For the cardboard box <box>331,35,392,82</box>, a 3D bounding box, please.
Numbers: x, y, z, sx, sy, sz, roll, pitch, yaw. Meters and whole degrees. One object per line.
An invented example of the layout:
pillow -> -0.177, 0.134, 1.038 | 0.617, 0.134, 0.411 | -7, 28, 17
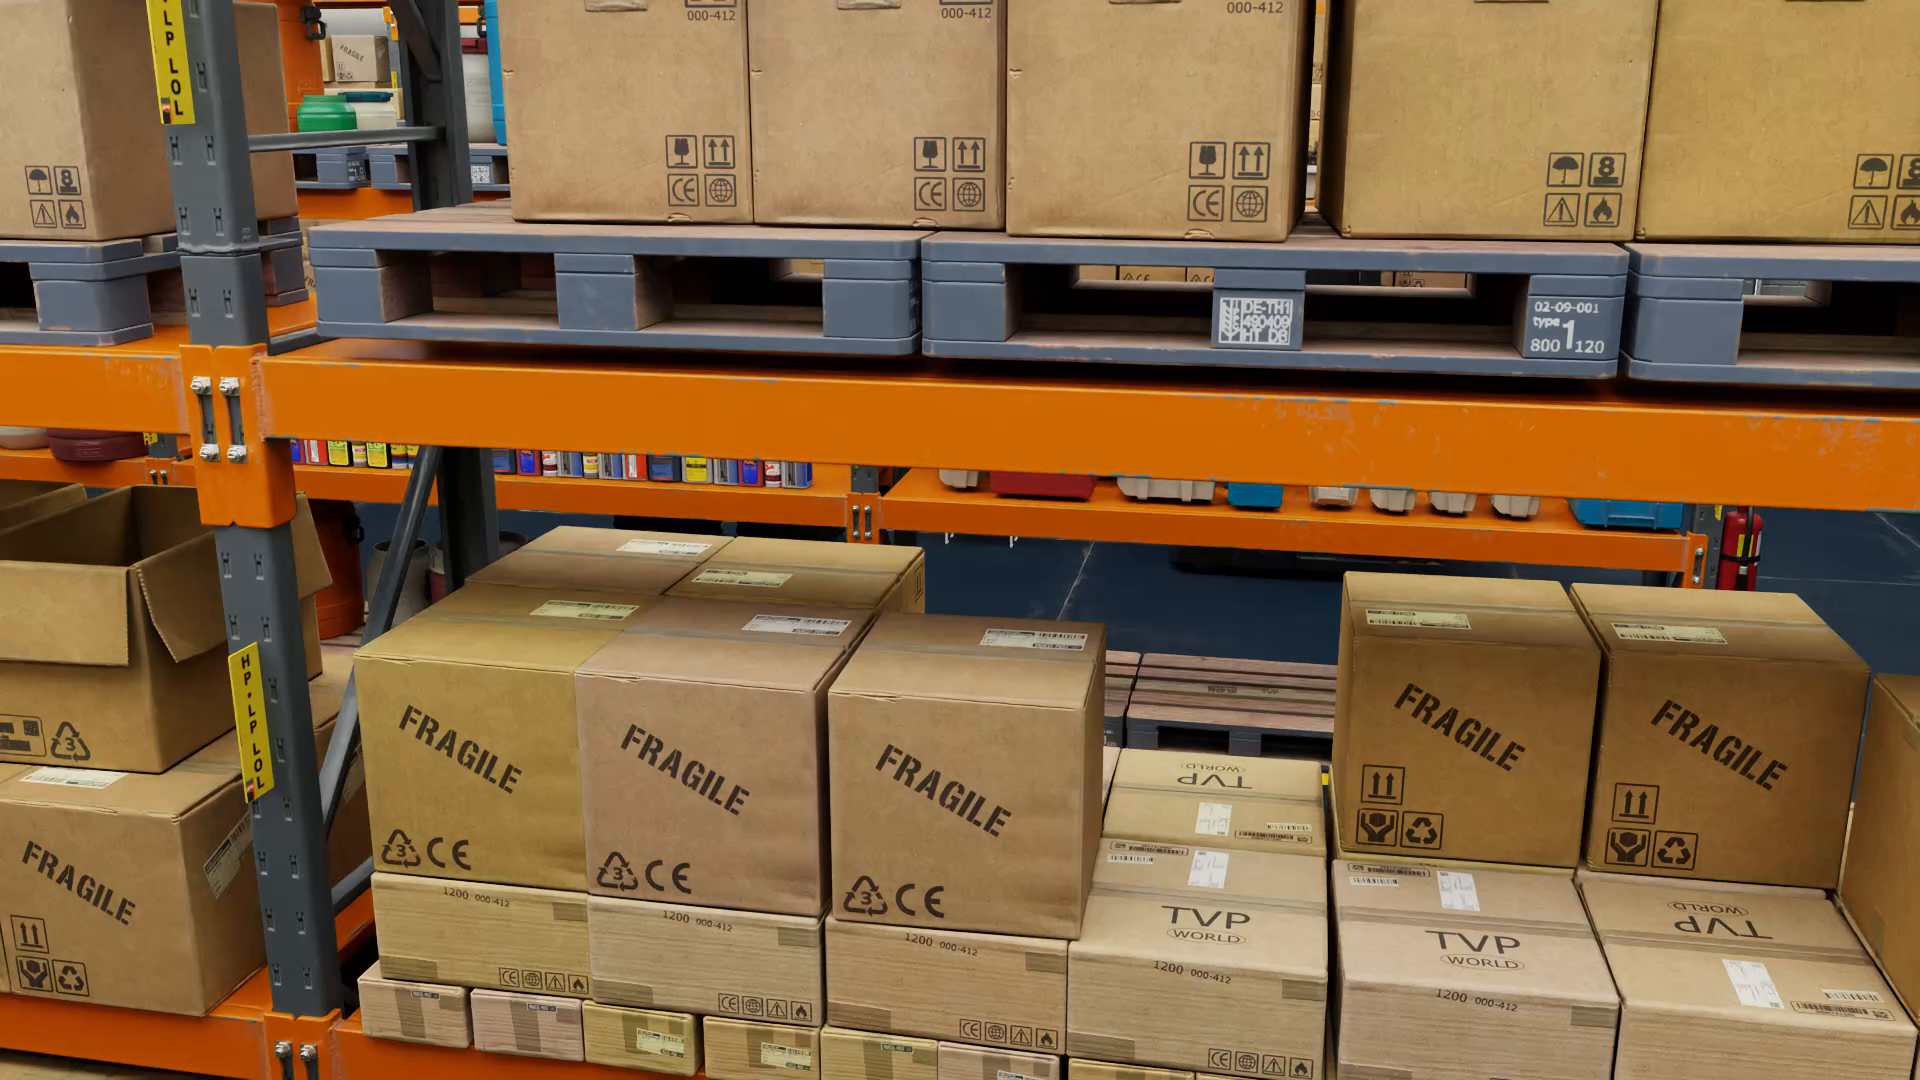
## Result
cardboard box -> -6.803, -5.495, 18.993 | 0.500, 0.500, 0.500 | 2, 16, 6

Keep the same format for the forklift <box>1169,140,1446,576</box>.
forklift -> 3.044, -1.249, 11.510 | 3.031, 2.935, 1.130 | 3, 16, 10

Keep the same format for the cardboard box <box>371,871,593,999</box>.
cardboard box -> -0.971, 0.781, 3.776 | 0.500, 0.250, 0.500 | 3, 16, 10

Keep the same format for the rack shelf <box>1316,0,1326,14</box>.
rack shelf -> 3.542, -5.374, 17.131 | 4.000, 0.370, 1.077 | 3, 16, 11

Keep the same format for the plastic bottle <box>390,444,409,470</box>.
plastic bottle -> -3.034, -0.523, 9.000 | 0.097, 0.271, 0.097 | 0, 15, 0

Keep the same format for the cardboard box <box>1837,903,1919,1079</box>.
cardboard box -> 2.013, 0.944, 3.187 | 0.500, 0.250, 0.500 | 3, 16, 10

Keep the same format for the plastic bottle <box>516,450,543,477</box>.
plastic bottle -> -2.290, -0.483, 8.835 | 0.133, 0.283, 0.061 | 3, 16, 11

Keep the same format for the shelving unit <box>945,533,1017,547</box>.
shelving unit -> 0.162, -0.569, 12.300 | 0.503, 1.200, 0.258 | 3, 16, 11

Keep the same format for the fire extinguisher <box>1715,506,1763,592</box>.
fire extinguisher -> 3.585, 0.020, 7.644 | 0.183, 0.674, 0.296 | 3, 16, 11

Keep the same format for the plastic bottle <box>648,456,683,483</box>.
plastic bottle -> -1.540, -0.486, 8.720 | 0.185, 0.351, 0.144 | 3, 16, 11

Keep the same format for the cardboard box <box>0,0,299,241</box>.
cardboard box -> -1.950, -0.965, 3.765 | 0.500, 0.500, 0.700 | 3, 16, 12

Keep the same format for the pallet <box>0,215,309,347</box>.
pallet -> -2.288, -0.630, 3.887 | 1.217, 0.209, 0.805 | 2, 16, 9

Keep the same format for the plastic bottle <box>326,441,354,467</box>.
plastic bottle -> -3.377, -0.542, 9.048 | 0.133, 0.283, 0.061 | 3, 16, 11

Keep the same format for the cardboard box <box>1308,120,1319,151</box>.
cardboard box -> 2.495, -3.035, 12.490 | 0.500, 0.250, 0.500 | 3, 16, 11

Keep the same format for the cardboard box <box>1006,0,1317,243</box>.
cardboard box -> 0.409, -0.865, 3.214 | 0.500, 0.500, 0.700 | 4, 16, 14

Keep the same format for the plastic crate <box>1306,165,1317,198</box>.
plastic crate -> 1.453, -1.687, 7.839 | 0.530, 0.136, 0.437 | 3, 16, 11

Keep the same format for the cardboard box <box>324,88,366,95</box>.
cardboard box -> -5.380, -3.716, 14.162 | 0.500, 0.250, 0.500 | 2, 16, 6

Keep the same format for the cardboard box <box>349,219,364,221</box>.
cardboard box -> -6.783, -3.797, 19.419 | 0.500, 0.500, 0.500 | 3, 16, 11

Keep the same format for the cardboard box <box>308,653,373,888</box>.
cardboard box -> -1.780, 0.621, 4.444 | 0.500, 0.500, 0.500 | 3, 16, 11

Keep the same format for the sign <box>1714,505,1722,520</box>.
sign -> 3.434, -0.258, 7.498 | 0.005, 0.325, 0.100 | 3, 16, 11

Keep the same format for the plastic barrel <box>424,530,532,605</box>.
plastic barrel -> -2.723, 0.292, 9.550 | 0.708, 0.588, 0.600 | 3, 16, 11

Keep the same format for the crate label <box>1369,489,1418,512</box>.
crate label -> 2.133, -0.249, 8.155 | 0.243, 0.136, 0.396 | 3, 16, 11

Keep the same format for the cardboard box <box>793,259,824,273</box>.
cardboard box -> -1.145, -2.161, 13.699 | 0.500, 0.500, 0.700 | -1, 16, -3

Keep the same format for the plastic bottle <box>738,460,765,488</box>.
plastic bottle -> -1.079, -0.417, 8.598 | 0.133, 0.283, 0.061 | 3, 16, 11

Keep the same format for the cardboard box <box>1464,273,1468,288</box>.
cardboard box -> 4.027, -2.101, 12.398 | 0.500, 0.500, 0.500 | 3, 16, 11

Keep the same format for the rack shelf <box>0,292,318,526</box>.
rack shelf -> -3.339, -0.446, 4.213 | 4.000, 0.370, 1.077 | 3, 16, 11

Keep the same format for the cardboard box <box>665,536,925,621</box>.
cardboard box -> -0.386, 0.309, 4.077 | 0.500, 0.500, 0.500 | 3, 16, 12

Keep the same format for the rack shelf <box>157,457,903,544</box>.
rack shelf -> -2.352, -0.296, 9.290 | 4.000, 0.370, 1.077 | 3, 16, 11

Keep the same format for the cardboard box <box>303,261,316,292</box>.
cardboard box -> -5.485, -2.206, 14.650 | 0.500, 0.500, 0.500 | 3, 16, 11

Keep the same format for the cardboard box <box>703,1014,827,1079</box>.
cardboard box -> -0.382, 1.024, 3.646 | 0.250, 0.149, 0.380 | 3, 16, 10

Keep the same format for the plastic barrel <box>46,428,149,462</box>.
plastic barrel -> -4.827, -0.760, 9.363 | 0.708, 0.536, 0.600 | 3, 16, 11

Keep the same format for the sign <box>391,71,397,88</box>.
sign -> -6.358, -5.106, 18.719 | 0.005, 0.325, 0.100 | 3, 16, 11

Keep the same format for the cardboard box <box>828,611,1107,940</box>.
cardboard box -> 0.031, 0.474, 3.482 | 0.500, 0.500, 0.500 | 3, 16, 9

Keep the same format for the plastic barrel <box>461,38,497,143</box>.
plastic barrel -> -2.545, -2.408, 8.906 | 0.433, 0.535, 0.433 | 0, 15, 0

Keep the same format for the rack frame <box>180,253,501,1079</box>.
rack frame -> -1.379, 0.759, 4.133 | 0.127, 3.000, 1.000 | 3, 16, 11

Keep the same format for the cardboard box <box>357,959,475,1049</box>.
cardboard box -> -1.156, 0.983, 3.795 | 0.250, 0.149, 0.380 | 3, 16, 11

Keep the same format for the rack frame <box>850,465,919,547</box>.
rack frame -> -0.392, -0.537, 8.810 | 0.127, 3.000, 1.000 | 3, 16, 11

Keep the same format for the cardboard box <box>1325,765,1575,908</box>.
cardboard box -> 1.121, 0.751, 3.886 | 0.500, 0.250, 0.500 | 3, 16, 9

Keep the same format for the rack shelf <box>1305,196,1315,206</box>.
rack shelf -> 1.567, -1.529, 8.122 | 4.000, 0.370, 1.077 | 3, 16, 11

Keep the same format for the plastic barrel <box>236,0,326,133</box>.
plastic barrel -> -3.757, -2.573, 8.953 | 0.708, 0.830, 0.600 | 3, 16, 11

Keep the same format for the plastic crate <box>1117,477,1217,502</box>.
plastic crate -> 1.067, -0.379, 8.351 | 0.530, 0.282, 0.437 | 3, 16, 11

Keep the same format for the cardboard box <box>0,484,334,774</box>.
cardboard box -> -2.007, 0.196, 4.100 | 0.637, 0.503, 0.797 | 3, 16, 10

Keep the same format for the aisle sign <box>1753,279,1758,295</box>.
aisle sign -> 3.539, -1.496, 7.405 | 0.004, 0.787, 0.394 | 3, 16, 11

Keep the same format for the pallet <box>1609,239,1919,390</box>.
pallet -> 1.811, -0.468, 3.109 | 1.213, 0.211, 1.003 | 3, 16, 11

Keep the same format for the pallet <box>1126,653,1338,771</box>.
pallet -> 1.535, 0.900, 8.846 | 1.213, 0.211, 1.003 | 3, 16, 11

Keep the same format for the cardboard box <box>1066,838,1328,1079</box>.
cardboard box -> 0.506, 0.864, 3.479 | 0.500, 0.250, 0.500 | 3, 16, 11

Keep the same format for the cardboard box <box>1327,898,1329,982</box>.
cardboard box -> 0.998, 0.920, 4.023 | 0.250, 0.149, 0.380 | 3, 16, 10

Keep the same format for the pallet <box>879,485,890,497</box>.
pallet -> -0.206, -0.522, 13.980 | 1.213, 0.211, 1.003 | 3, 16, 11

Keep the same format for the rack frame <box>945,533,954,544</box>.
rack frame -> -0.077, -0.582, 12.347 | 0.015, 1.200, 0.240 | 3, 16, 11

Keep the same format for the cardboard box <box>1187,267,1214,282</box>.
cardboard box -> 2.013, -2.209, 12.787 | 0.500, 0.500, 0.500 | 3, 16, 9

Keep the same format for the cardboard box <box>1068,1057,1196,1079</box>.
cardboard box -> 0.372, 1.065, 3.498 | 0.250, 0.149, 0.380 | 3, 16, 9

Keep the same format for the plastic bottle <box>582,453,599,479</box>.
plastic bottle -> -1.946, -0.430, 8.797 | 0.097, 0.201, 0.097 | 0, 15, 0
